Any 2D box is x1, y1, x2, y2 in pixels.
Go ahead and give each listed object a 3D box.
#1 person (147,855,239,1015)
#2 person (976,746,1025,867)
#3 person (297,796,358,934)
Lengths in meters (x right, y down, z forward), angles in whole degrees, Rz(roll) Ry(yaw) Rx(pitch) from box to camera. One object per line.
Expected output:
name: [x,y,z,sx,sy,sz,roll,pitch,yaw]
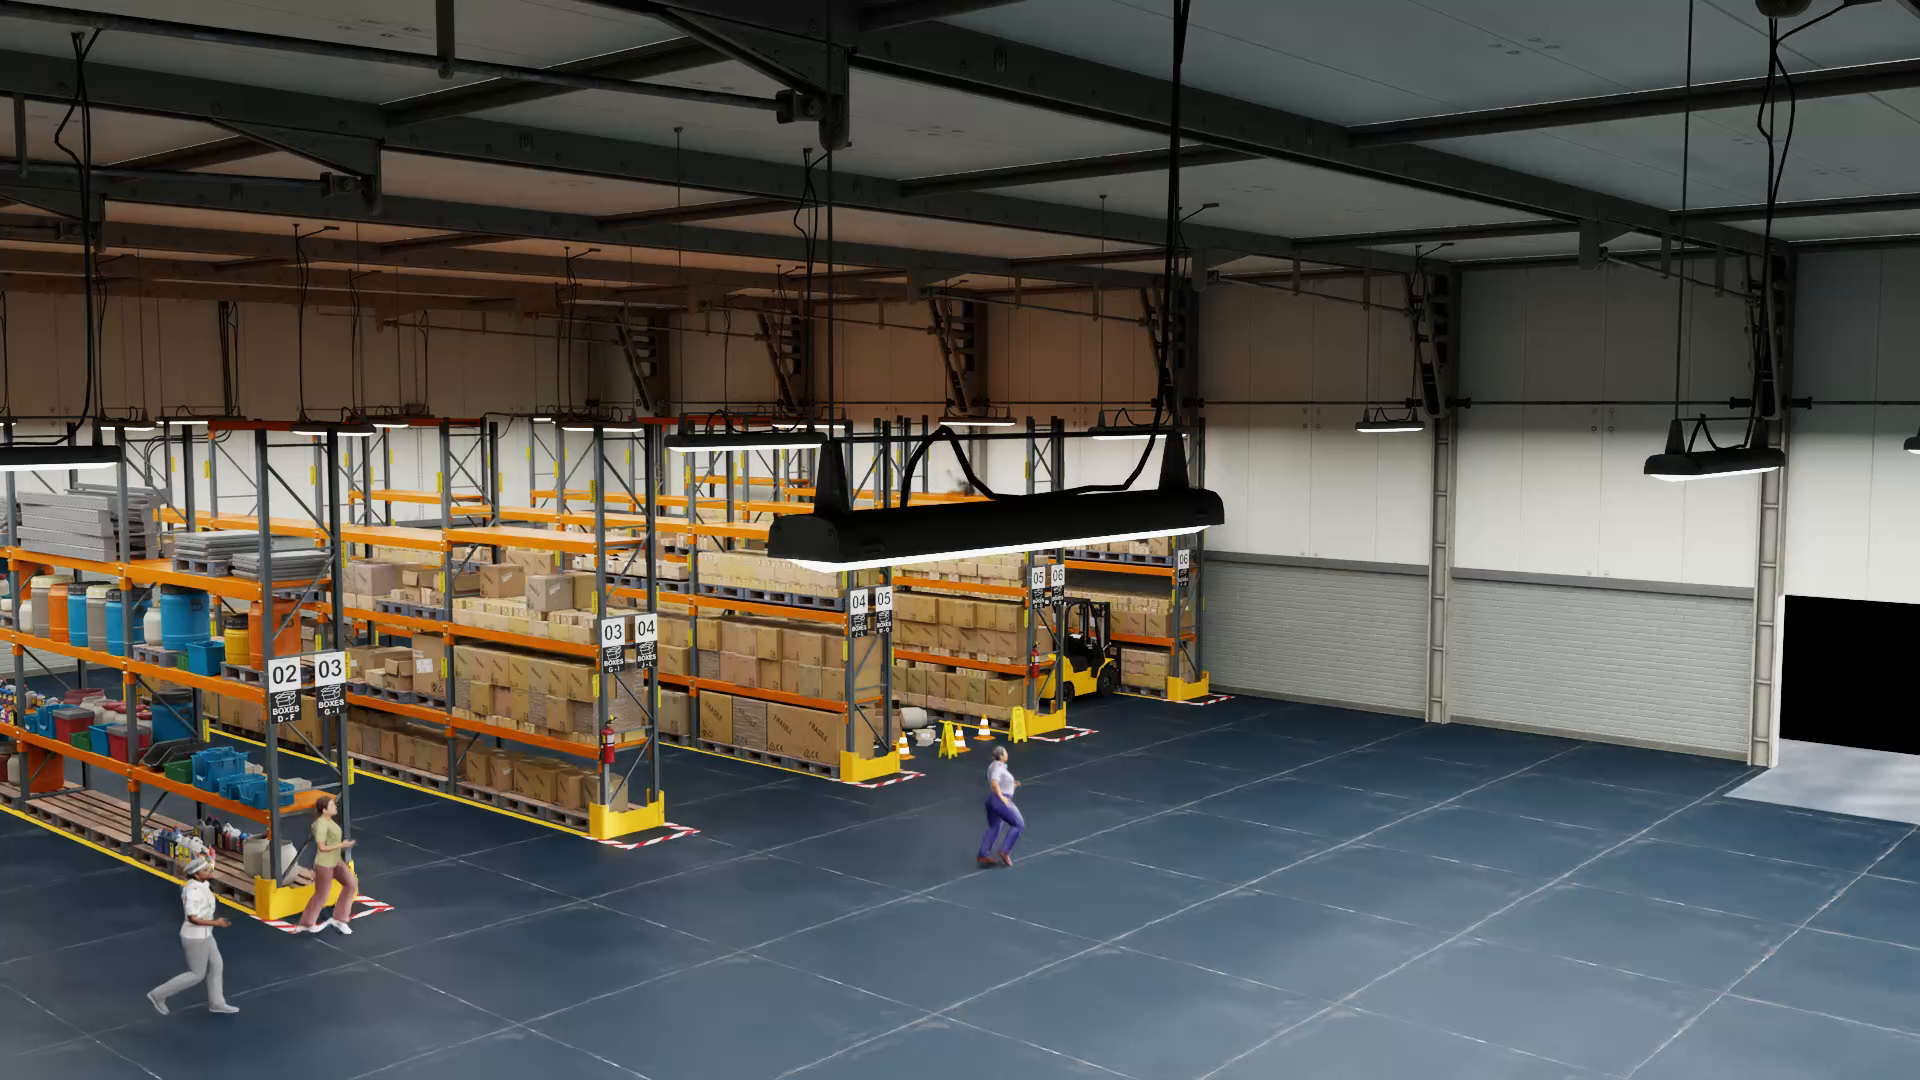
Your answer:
person: [-7.868,4.085,17.107,0.783,1.692,0.587,-2,5,-21]
person: [0.562,3.638,22.718,0.693,1.668,0.579,-2,5,-24]
person: [-7.492,3.870,19.674,0.714,1.712,0.557,0,5,-4]
